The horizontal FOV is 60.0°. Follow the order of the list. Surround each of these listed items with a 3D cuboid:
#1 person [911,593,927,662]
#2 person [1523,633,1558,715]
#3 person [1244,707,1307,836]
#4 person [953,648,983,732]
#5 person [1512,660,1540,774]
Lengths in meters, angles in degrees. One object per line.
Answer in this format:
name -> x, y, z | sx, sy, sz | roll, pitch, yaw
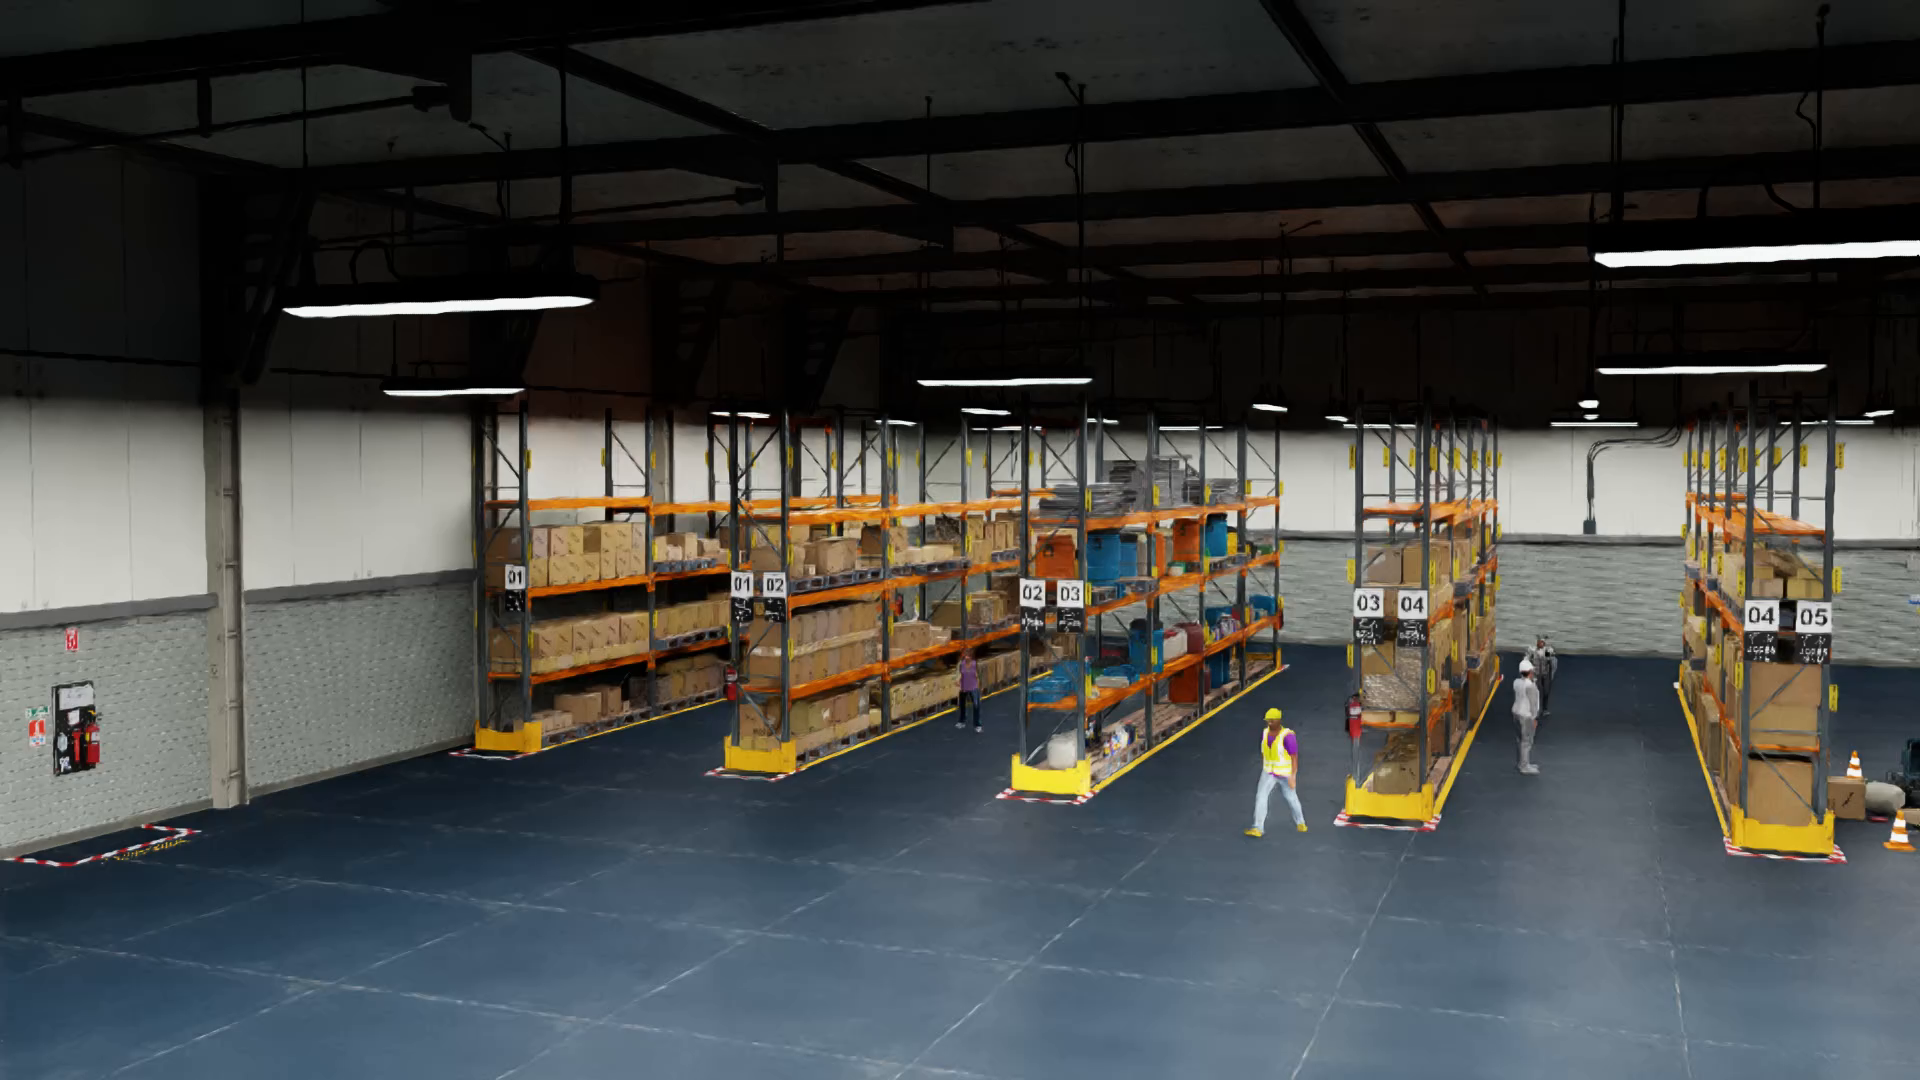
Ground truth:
person -> -0.994, 2.154, 41.215 | 0.463, 1.673, 0.578 | 0, 3, -6
person -> 11.331, 2.616, 32.475 | 0.639, 1.627, 0.512 | 1, 3, 19
person -> 4.226, 3.077, 22.116 | 0.618, 1.720, 0.972 | 3, 4, 43
person -> 0.167, 2.735, 30.608 | 0.561, 1.525, 0.788 | 0, 3, 4
person -> 9.074, 2.806, 26.556 | 0.444, 1.775, 0.581 | -1, 3, -11
